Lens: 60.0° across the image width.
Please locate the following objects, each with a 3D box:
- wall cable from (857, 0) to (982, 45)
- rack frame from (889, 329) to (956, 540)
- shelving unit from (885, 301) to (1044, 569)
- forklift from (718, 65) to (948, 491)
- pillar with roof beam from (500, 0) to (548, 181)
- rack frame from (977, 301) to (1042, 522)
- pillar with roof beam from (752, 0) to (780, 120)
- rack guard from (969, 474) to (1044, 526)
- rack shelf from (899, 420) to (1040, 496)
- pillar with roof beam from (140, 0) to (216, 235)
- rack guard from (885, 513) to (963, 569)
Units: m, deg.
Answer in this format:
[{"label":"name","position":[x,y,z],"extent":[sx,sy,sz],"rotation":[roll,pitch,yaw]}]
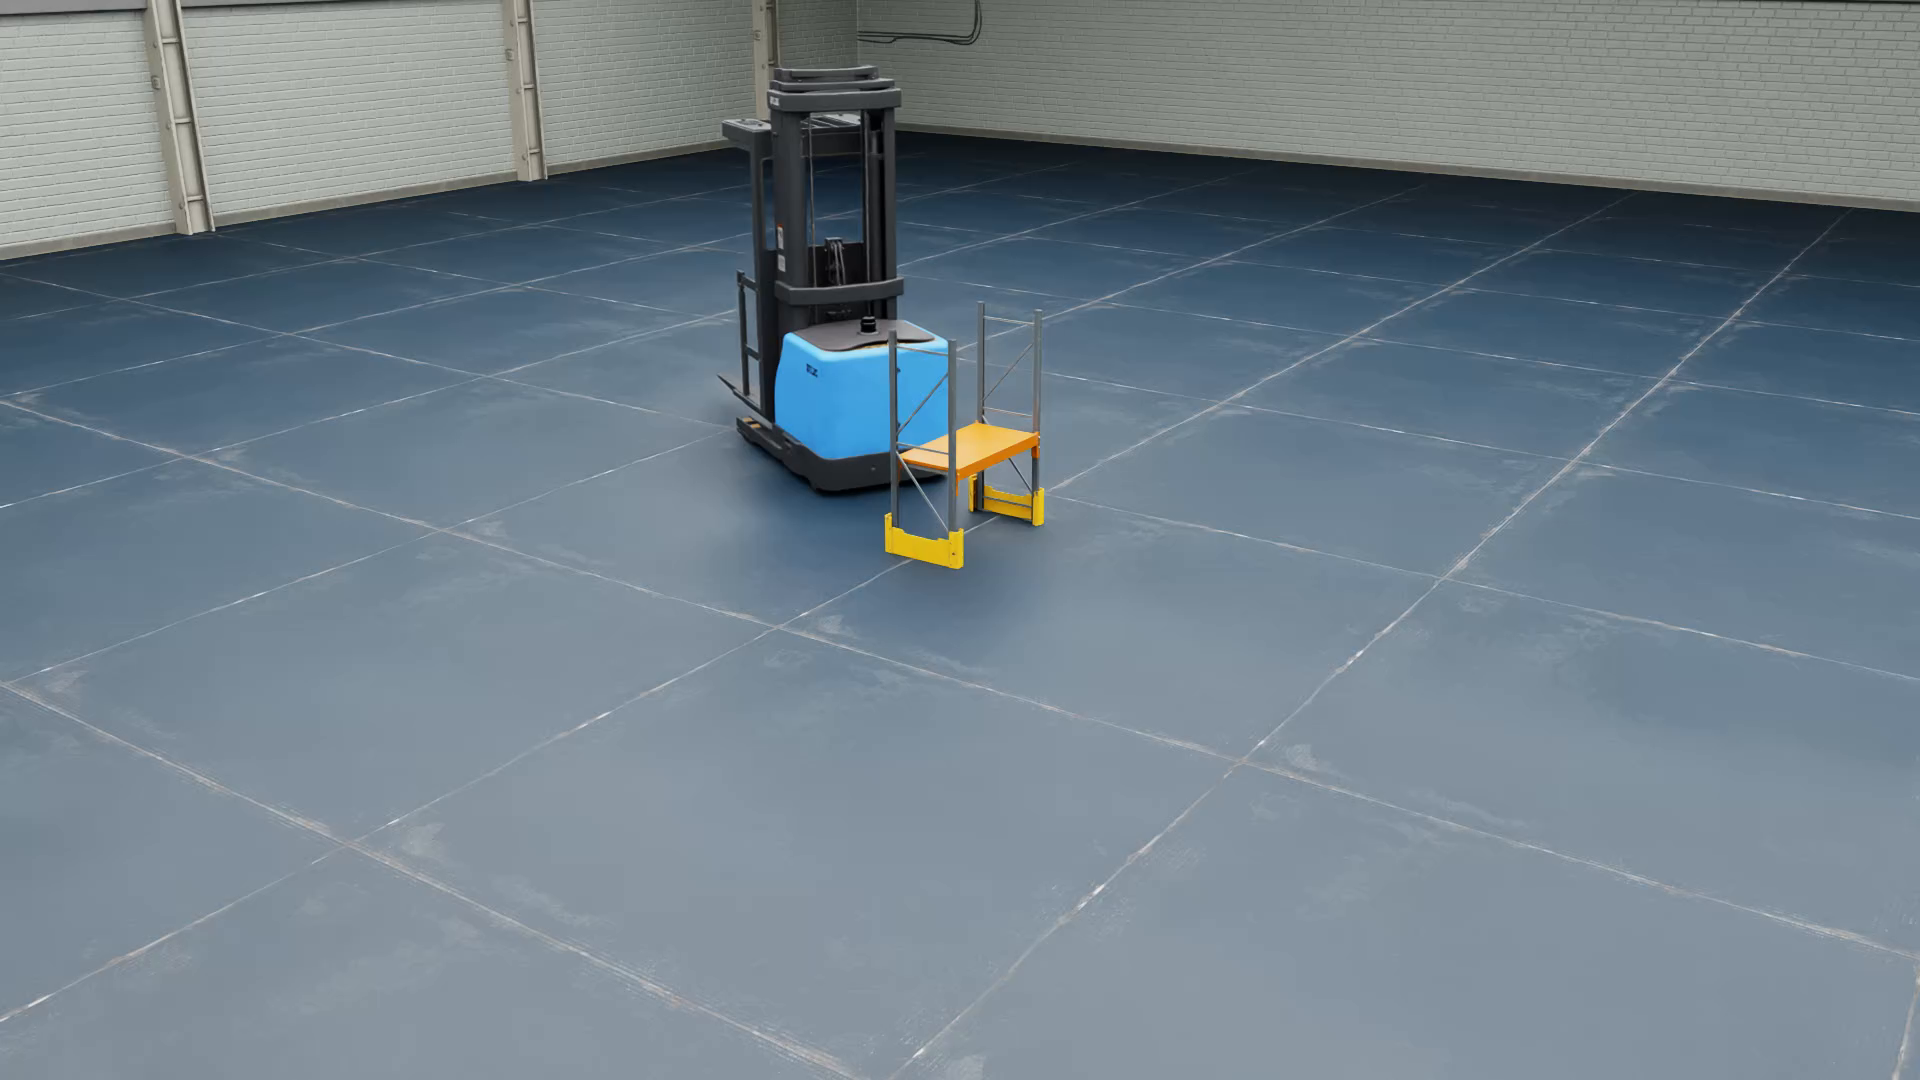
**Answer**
[{"label":"wall cable","position":[-0.884,-10.982,32.460],"extent":[3.097,2.526,0.112],"rotation":[13,24,32]},{"label":"rack frame","position":[-0.238,-0.582,10.677],"extent":[0.500,1.500,0.032],"rotation":[13,24,32]},{"label":"shelving unit","position":[0.043,-0.725,11.064],"extent":[0.587,1.500,1.083],"rotation":[13,24,32]},{"label":"forklift","position":[-1.158,-2.200,12.989],"extent":[1.130,2.935,3.031],"rotation":[-10,22,-24]},{"label":"pillar with roof beam","position":[-3.446,-9.290,23.410],"extent":[9.100,9.000,0.400],"rotation":[13,24,32]},{"label":"rack frame","position":[0.334,-0.874,11.465],"extent":[0.500,1.500,0.032],"rotation":[13,24,32]},{"label":"pillar with roof beam","position":[-0.074,-11.012,28.064],"extent":[9.100,9.000,0.400],"rotation":[13,24,32]},{"label":"rack guard","position":[0.323,-0.282,11.667],"extent":[0.587,0.250,0.087],"rotation":[13,24,32]},{"label":"rack shelf","position":[0.048,-0.559,11.133],"extent":[0.538,0.185,1.000],"rotation":[13,24,32]},{"label":"pillar with roof beam","position":[-6.819,-7.569,18.756],"extent":[9.100,9.000,0.400],"rotation":[13,24,32]},{"label":"rack guard","position":[-0.237,0.004,10.894],"extent":[0.587,0.250,0.087],"rotation":[13,24,32]}]
